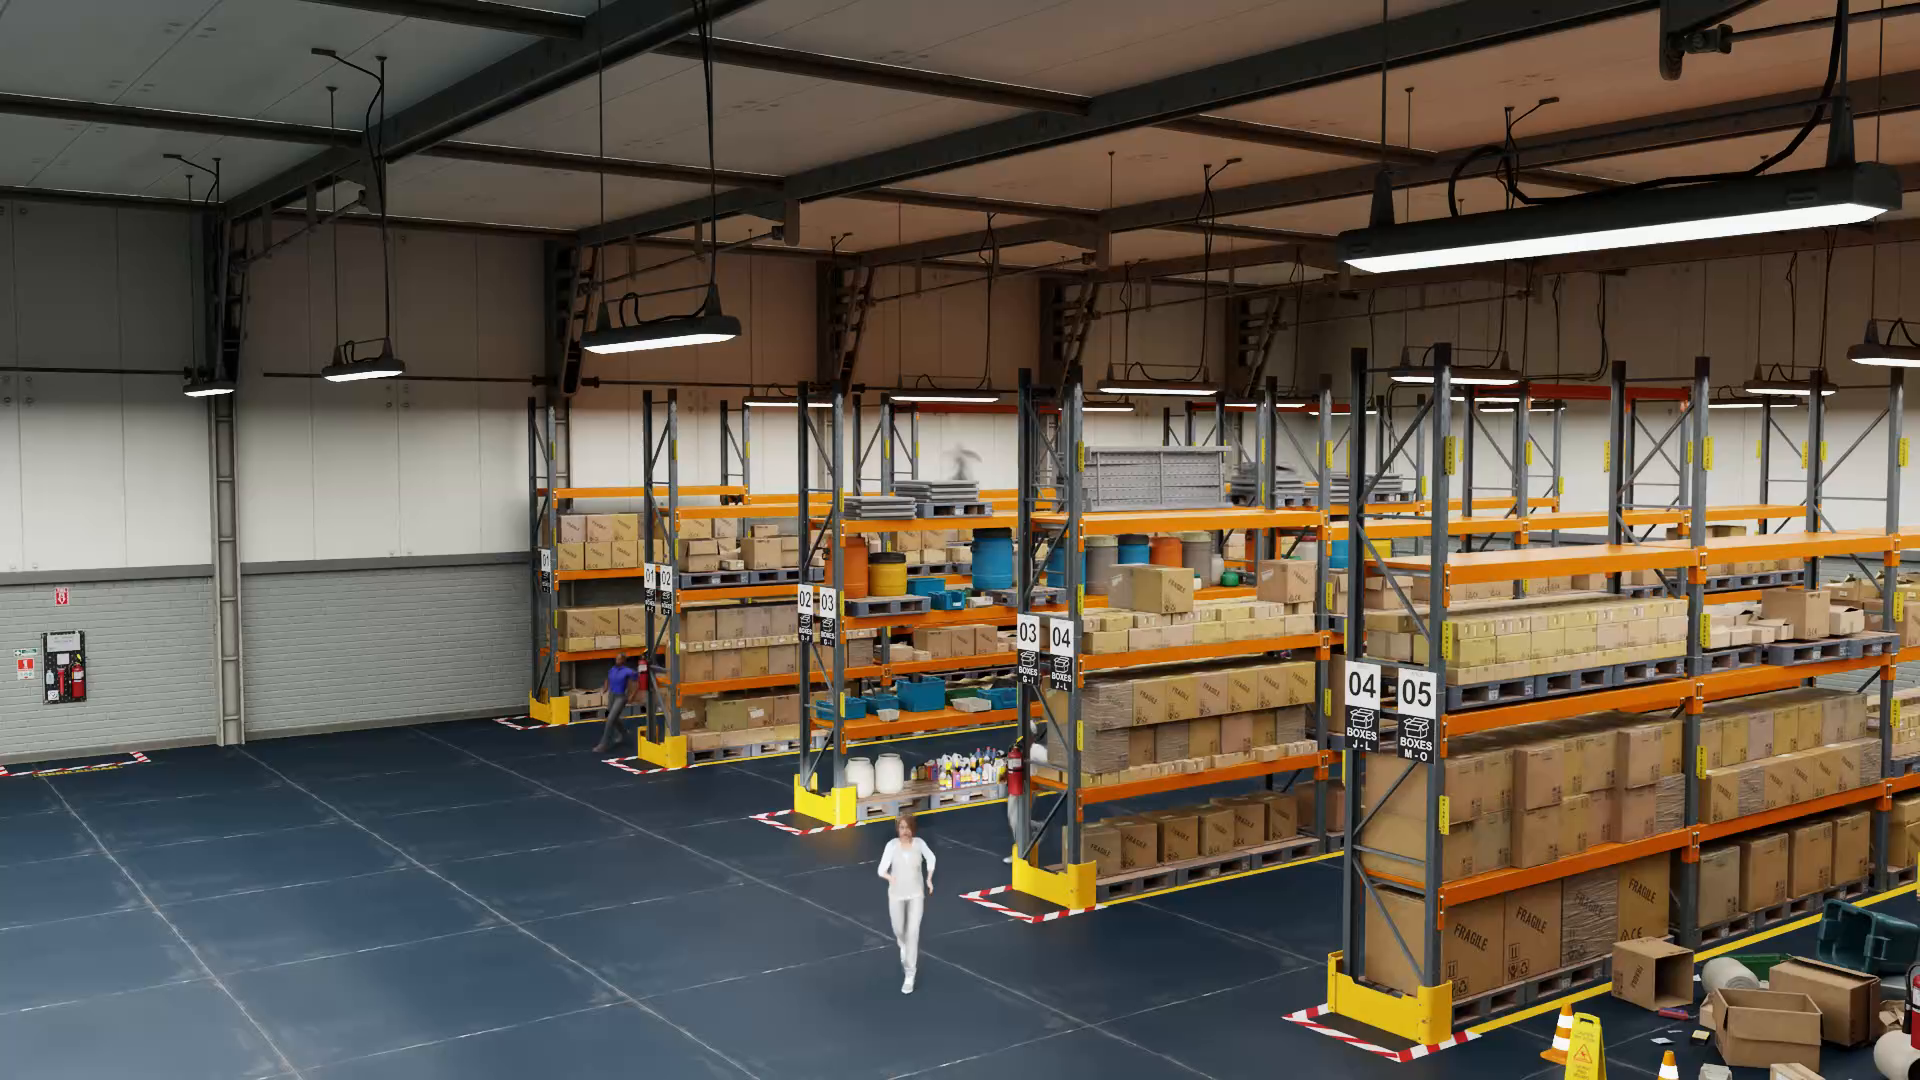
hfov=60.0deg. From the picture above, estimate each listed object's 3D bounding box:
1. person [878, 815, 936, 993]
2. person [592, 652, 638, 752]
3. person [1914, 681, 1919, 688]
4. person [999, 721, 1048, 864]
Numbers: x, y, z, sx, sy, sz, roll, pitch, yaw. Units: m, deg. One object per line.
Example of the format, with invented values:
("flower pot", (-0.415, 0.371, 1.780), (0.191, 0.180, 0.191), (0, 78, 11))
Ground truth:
("person", (-0.506, 3.415, 15.875), (0.542, 1.577, 0.896), (0, 3, 2))
("person", (-5.743, 2.691, 27.902), (0.661, 1.636, 0.922), (2, 4, 32))
("person", (14.057, 2.908, 24.332), (0.736, 1.706, 0.537), (-2, 4, -30))
("person", (0.828, 3.089, 20.508), (0.780, 1.730, 0.711), (-3, 4, -40))
